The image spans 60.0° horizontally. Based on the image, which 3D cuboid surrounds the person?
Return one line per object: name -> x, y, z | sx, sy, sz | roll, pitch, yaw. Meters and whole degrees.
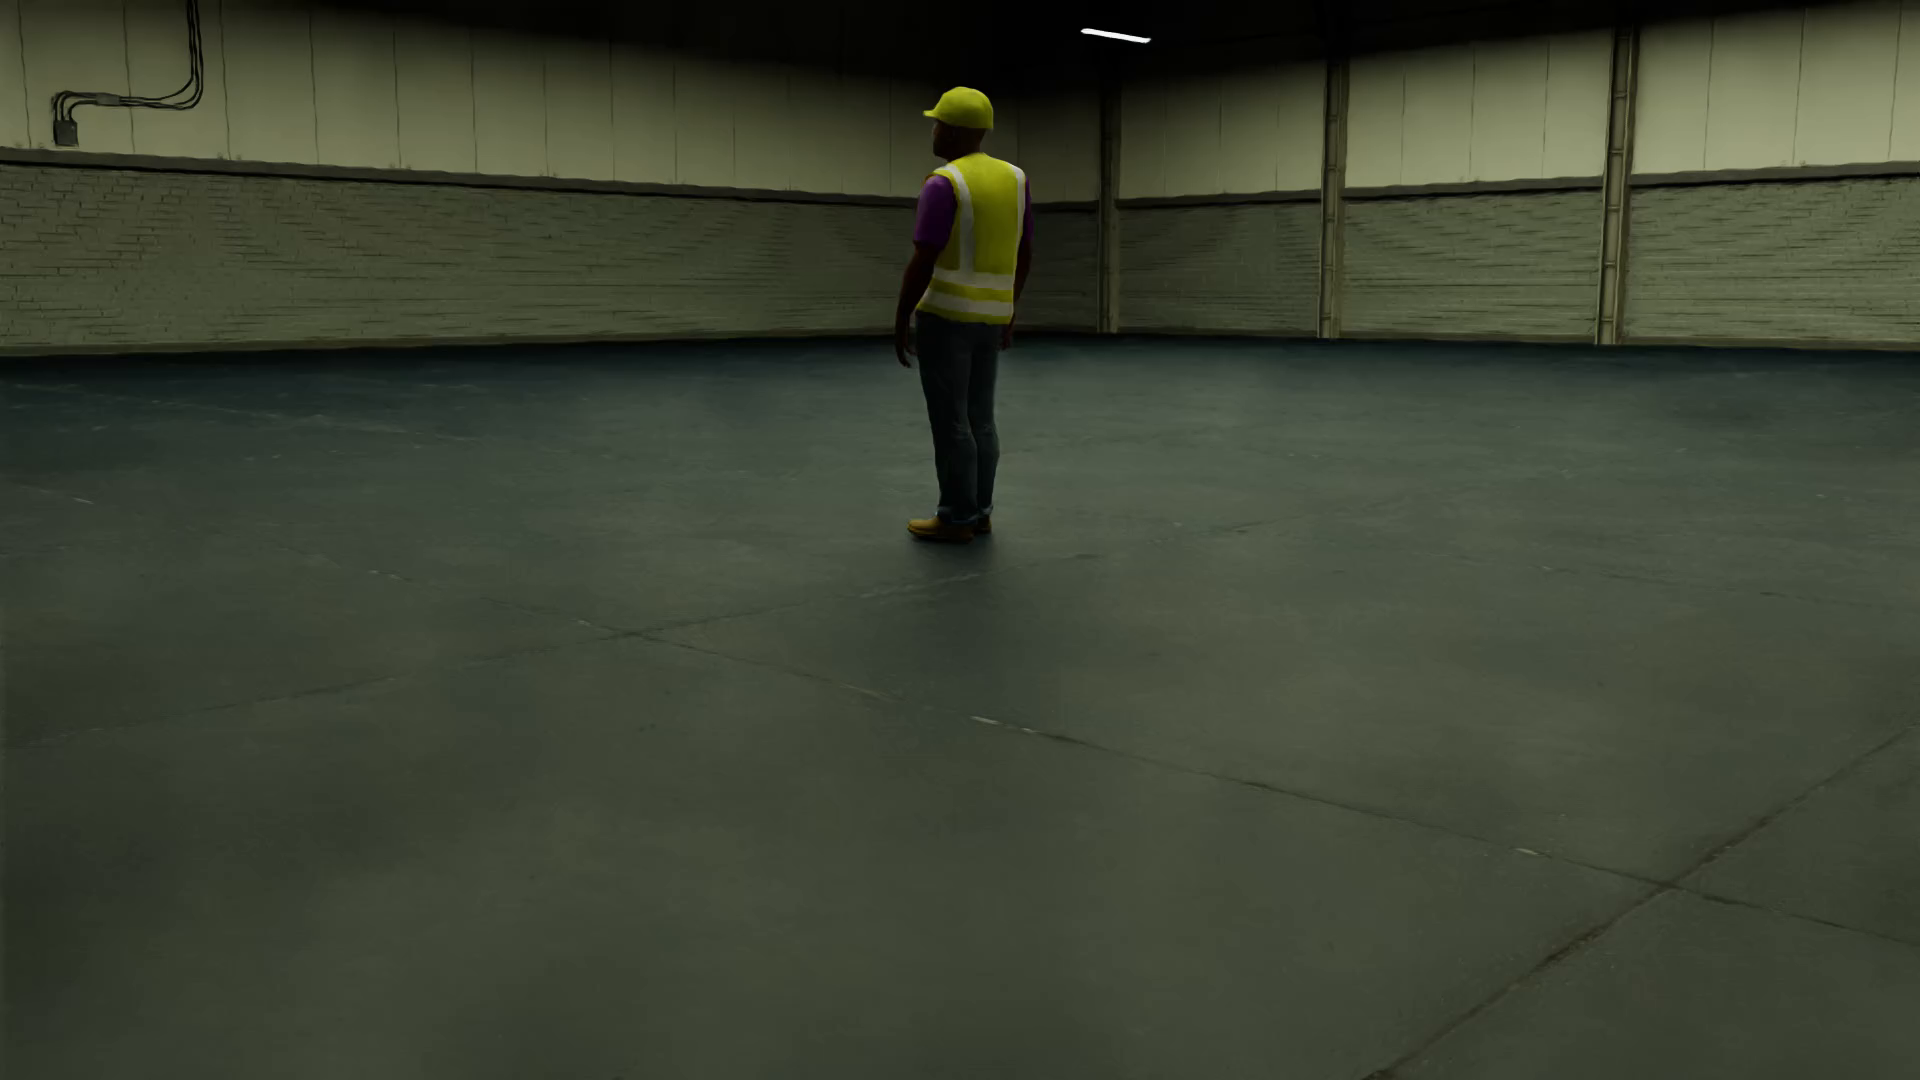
person -> -0.046, -0.888, 6.637 | 0.576, 1.766, 0.665 | 8, 12, 43
